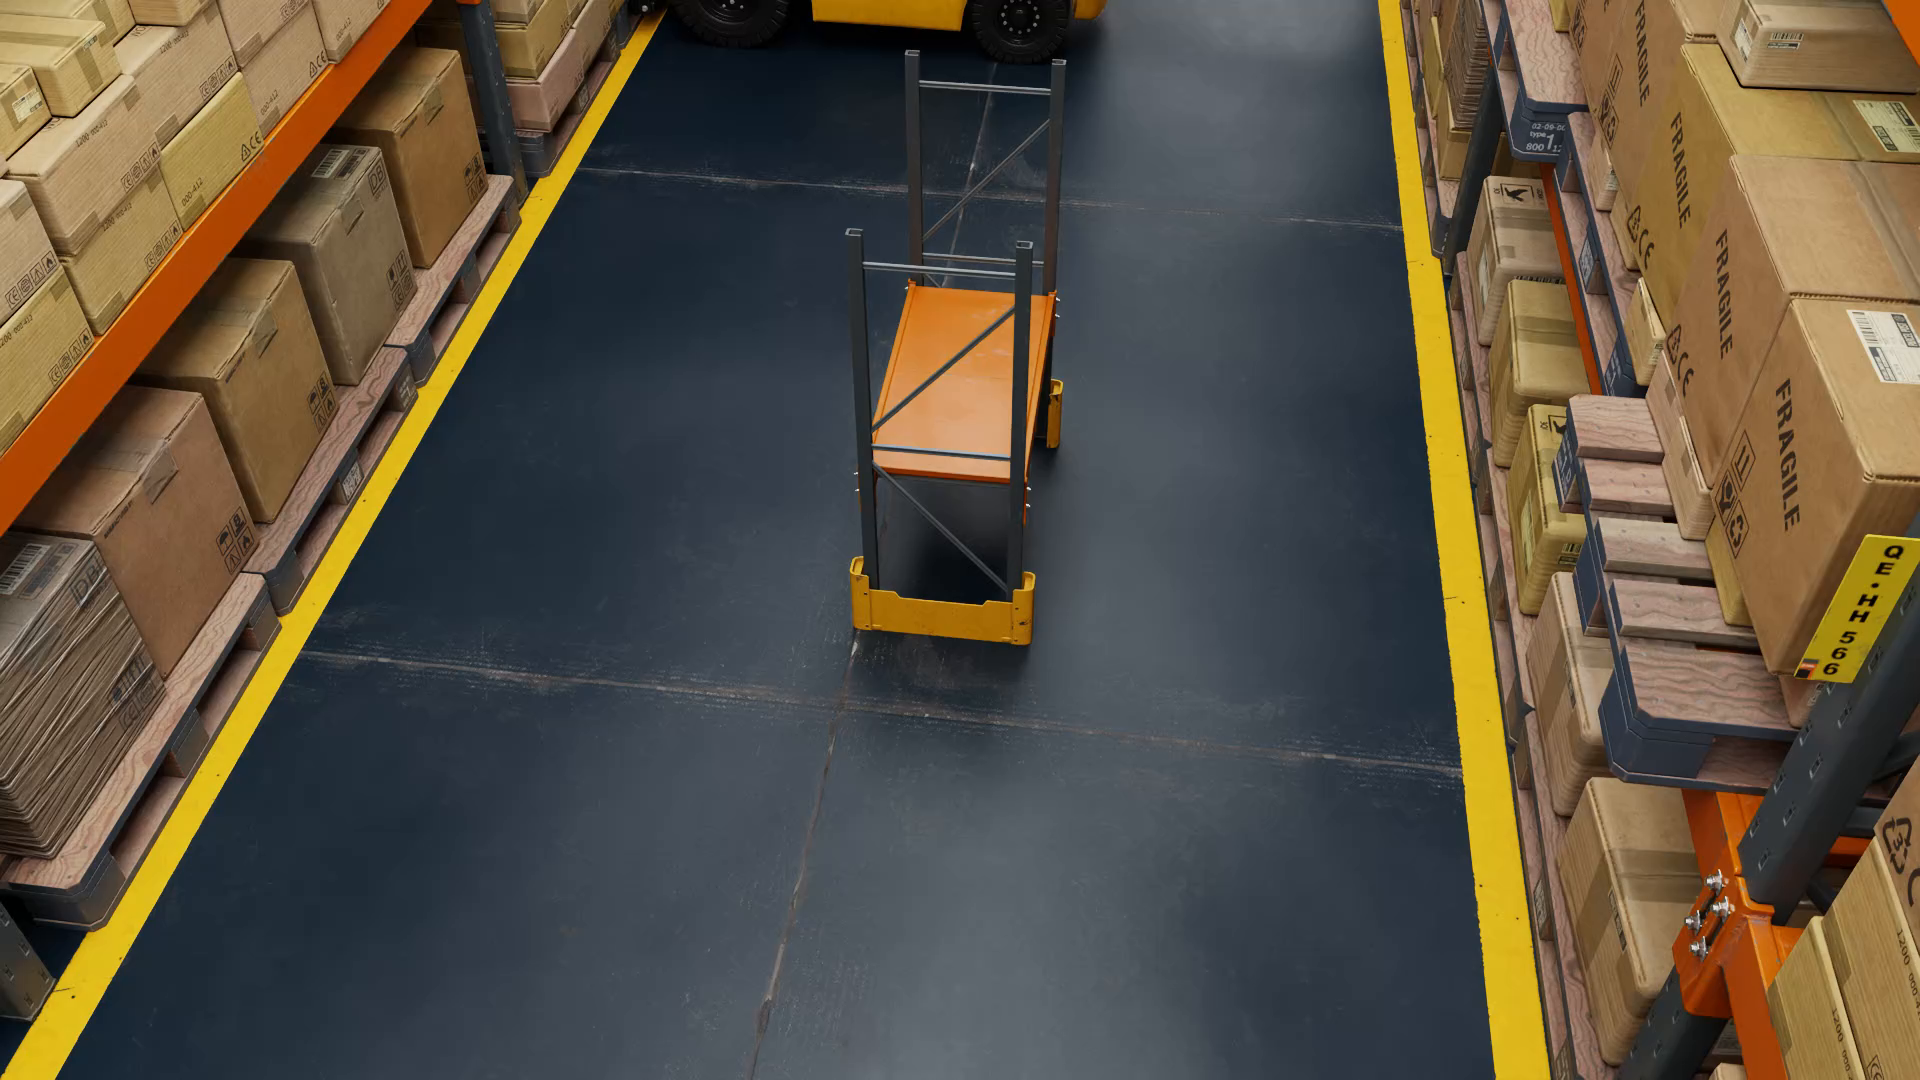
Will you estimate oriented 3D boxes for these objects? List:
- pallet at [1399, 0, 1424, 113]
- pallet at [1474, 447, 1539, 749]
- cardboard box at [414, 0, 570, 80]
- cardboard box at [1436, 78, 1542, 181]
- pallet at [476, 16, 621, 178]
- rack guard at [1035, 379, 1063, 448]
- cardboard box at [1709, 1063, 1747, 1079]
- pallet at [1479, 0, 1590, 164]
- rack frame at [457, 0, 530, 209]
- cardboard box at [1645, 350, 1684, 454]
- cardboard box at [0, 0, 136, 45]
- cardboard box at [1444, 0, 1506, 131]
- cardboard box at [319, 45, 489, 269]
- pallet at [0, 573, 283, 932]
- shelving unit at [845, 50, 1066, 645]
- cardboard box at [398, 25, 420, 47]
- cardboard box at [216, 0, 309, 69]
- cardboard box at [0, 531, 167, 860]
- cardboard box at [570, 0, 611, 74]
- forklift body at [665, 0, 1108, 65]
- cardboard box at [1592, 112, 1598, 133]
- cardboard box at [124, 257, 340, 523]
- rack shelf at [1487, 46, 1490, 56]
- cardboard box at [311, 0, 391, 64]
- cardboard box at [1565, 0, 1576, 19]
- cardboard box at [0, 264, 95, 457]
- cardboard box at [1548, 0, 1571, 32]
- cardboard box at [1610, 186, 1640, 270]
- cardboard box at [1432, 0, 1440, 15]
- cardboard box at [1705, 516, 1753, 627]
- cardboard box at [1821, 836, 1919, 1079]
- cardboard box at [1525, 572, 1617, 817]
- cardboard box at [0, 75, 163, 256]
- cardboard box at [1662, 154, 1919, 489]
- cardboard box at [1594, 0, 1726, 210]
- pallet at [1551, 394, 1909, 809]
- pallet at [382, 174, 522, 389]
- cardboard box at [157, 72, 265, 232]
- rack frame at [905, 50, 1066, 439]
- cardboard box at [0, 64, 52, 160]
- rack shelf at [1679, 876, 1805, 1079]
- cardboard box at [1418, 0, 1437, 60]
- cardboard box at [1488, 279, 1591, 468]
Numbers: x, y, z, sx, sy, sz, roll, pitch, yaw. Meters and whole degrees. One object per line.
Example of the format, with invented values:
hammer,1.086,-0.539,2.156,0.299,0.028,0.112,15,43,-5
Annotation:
pallet,2.723,-2.458,8.193,1.003,0.211,1.213,5,44,6
pallet,2.250,0.201,5.384,1.003,0.211,1.213,5,44,6
cardboard box,-2.040,-2.262,7.288,0.500,0.250,0.500,5,44,5
cardboard box,2.322,-1.758,7.119,0.500,0.250,0.500,7,44,7
pallet,-2.264,-2.150,7.867,1.003,0.211,1.213,5,44,6
rack guard,0.076,-0.482,6.077,0.587,0.250,0.087,5,44,6
cardboard box,1.808,1.632,3.084,0.875,0.875,0.875,5,44,5
pallet,2.265,-1.599,5.396,1.003,0.211,1.213,5,44,6
rack frame,-2.410,-2.625,6.340,1.000,3.000,0.127,5,44,6
cardboard box,1.785,-0.292,3.754,0.380,0.149,0.250,3,44,4
cardboard box,-2.506,-1.428,4.532,0.380,0.149,0.250,5,44,6
cardboard box,2.323,-2.030,6.861,0.500,0.500,0.500,5,44,5
cardboard box,-2.468,-1.558,6.636,0.875,0.625,0.625,7,44,7
pallet,-2.792,0.556,5.009,1.003,0.211,1.213,5,44,6
shelving unit,0.010,-0.597,5.289,0.587,1.500,1.083,5,44,6
cardboard box,-2.549,-2.311,7.340,0.500,0.250,0.500,4,44,5
cardboard box,-2.356,-1.695,5.104,0.500,0.250,0.500,6,44,6
cardboard box,-2.843,0.387,4.581,0.875,0.625,0.625,7,44,7
cardboard box,-1.966,-2.426,7.825,0.500,0.250,0.500,4,44,5
forklift body,-0.324,-3.584,7.971,2.313,2.155,1.214,5,44,6
cardboard box,2.011,-1.180,4.692,0.380,0.149,0.250,6,44,6
cardboard box,-2.676,-0.518,5.537,0.875,0.625,0.625,4,44,4
rack shelf,2.775,-3.278,7.553,1.077,0.370,4.000,5,44,6
cardboard box,-2.279,-1.860,5.642,0.500,0.250,0.500,5,44,5
cardboard box,2.098,-1.838,4.915,0.500,0.500,0.500,5,44,6
cardboard box,-2.567,-0.467,4.170,0.500,0.250,0.500,4,44,5
cardboard box,2.082,-1.720,5.262,0.380,0.149,0.250,6,44,6
cardboard box,1.918,-0.819,4.311,0.380,0.149,0.250,4,44,4
cardboard box,2.454,-2.725,7.595,0.500,0.500,0.500,7,44,8
cardboard box,1.755,0.055,3.388,0.380,0.149,0.250,6,44,6
cardboard box,1.670,0.746,2.526,0.500,0.250,0.500,5,44,5
cardboard box,2.156,0.464,4.684,0.950,0.372,0.625,4,44,5
cardboard box,-2.484,-1.002,4.372,0.500,0.250,0.500,4,44,4
cardboard box,1.824,-0.435,3.434,0.500,0.500,0.500,5,44,5
cardboard box,1.962,-1.151,4.190,0.500,0.500,0.500,4,44,4
pallet,1.970,0.124,3.577,1.213,0.211,1.003,5,44,6
pallet,-2.469,-1.107,6.765,1.003,0.211,1.213,5,44,6
cardboard box,-2.435,-1.172,4.915,0.500,0.250,0.500,7,44,7
rack frame,0.078,-0.949,5.662,0.500,1.500,0.032,5,44,6
cardboard box,-2.537,-1.074,4.158,0.380,0.149,0.250,6,44,6
rack shelf,1.717,2.174,1.795,1.077,0.370,4.000,5,44,6
cardboard box,2.454,-2.467,7.869,0.500,0.250,0.500,6,44,6
cardboard box,2.352,-0.526,5.730,0.950,0.372,0.625,8,44,8
